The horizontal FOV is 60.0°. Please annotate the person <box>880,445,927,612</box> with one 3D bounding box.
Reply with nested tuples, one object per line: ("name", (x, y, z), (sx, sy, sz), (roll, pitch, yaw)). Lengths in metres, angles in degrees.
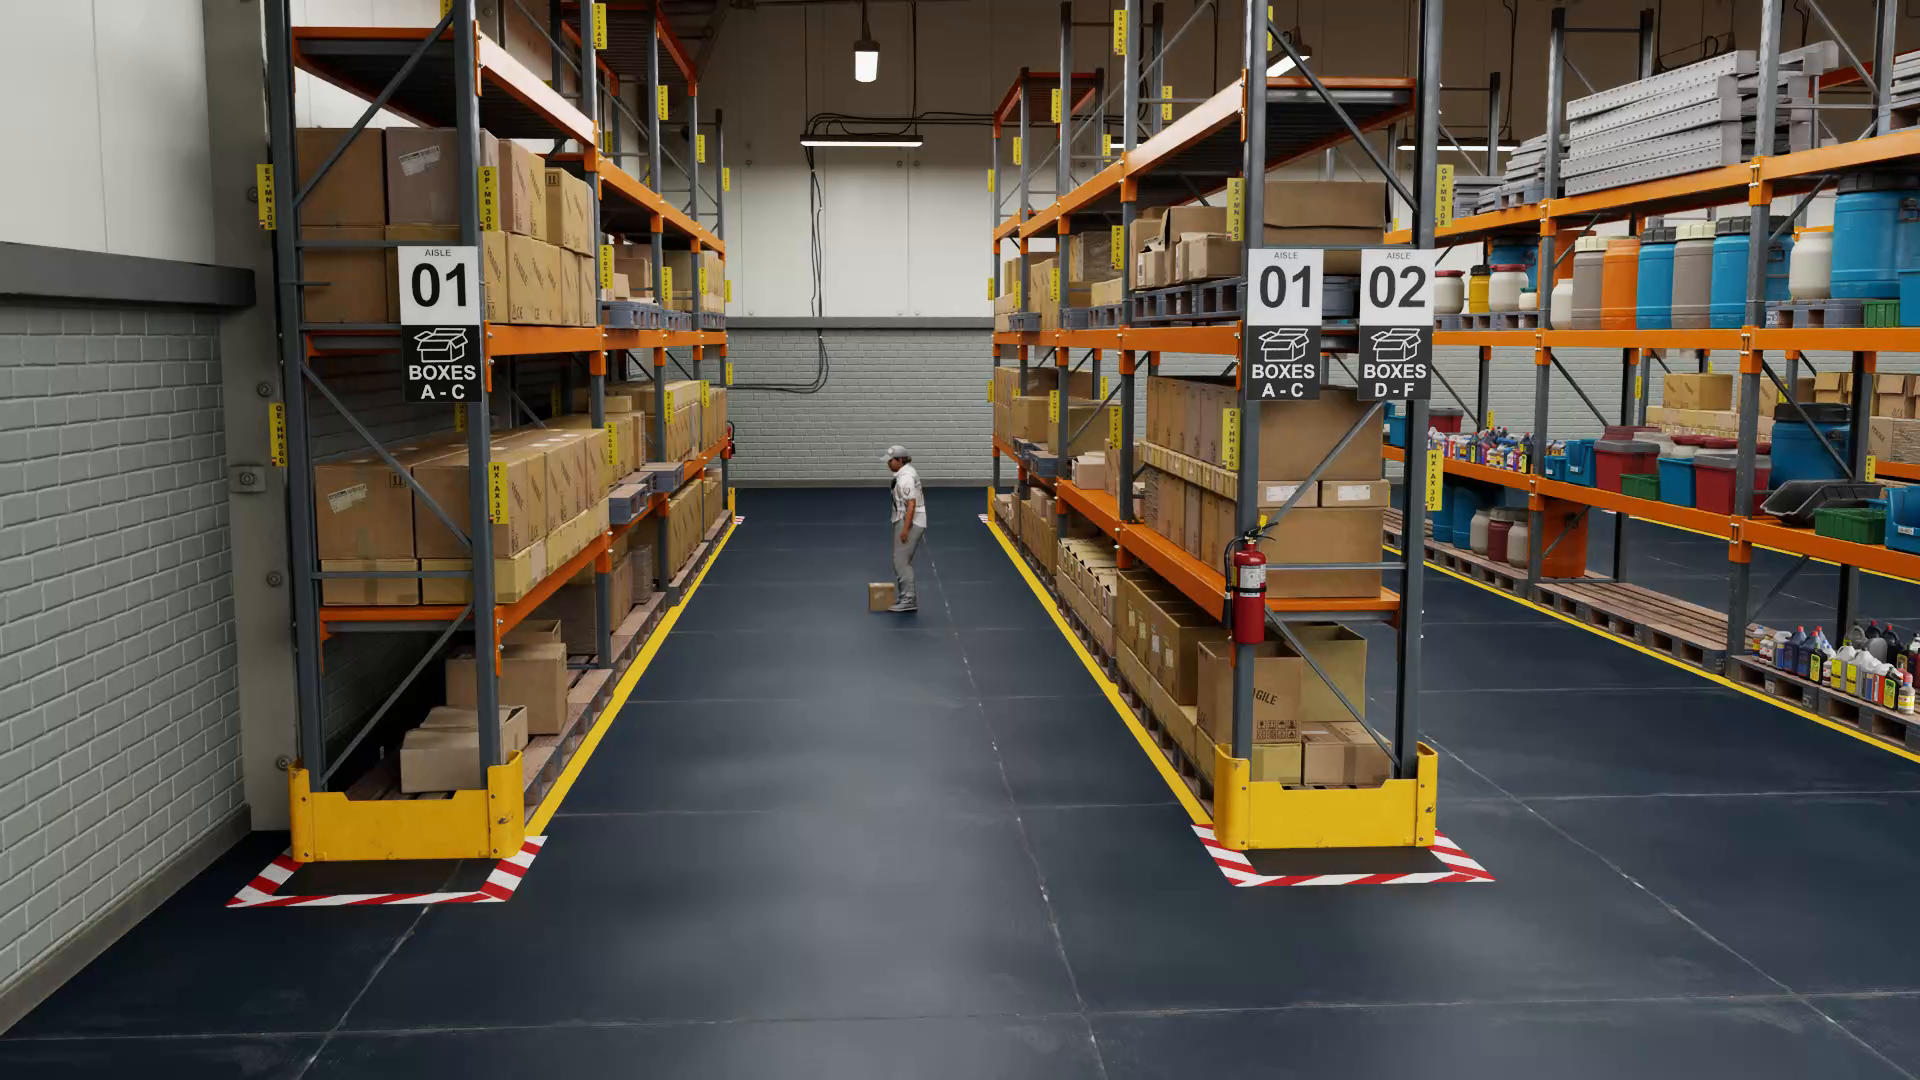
("person", (-0.577, -0.128, 16.777), (0.469, 1.664, 0.549), (-1, 7, -6))
